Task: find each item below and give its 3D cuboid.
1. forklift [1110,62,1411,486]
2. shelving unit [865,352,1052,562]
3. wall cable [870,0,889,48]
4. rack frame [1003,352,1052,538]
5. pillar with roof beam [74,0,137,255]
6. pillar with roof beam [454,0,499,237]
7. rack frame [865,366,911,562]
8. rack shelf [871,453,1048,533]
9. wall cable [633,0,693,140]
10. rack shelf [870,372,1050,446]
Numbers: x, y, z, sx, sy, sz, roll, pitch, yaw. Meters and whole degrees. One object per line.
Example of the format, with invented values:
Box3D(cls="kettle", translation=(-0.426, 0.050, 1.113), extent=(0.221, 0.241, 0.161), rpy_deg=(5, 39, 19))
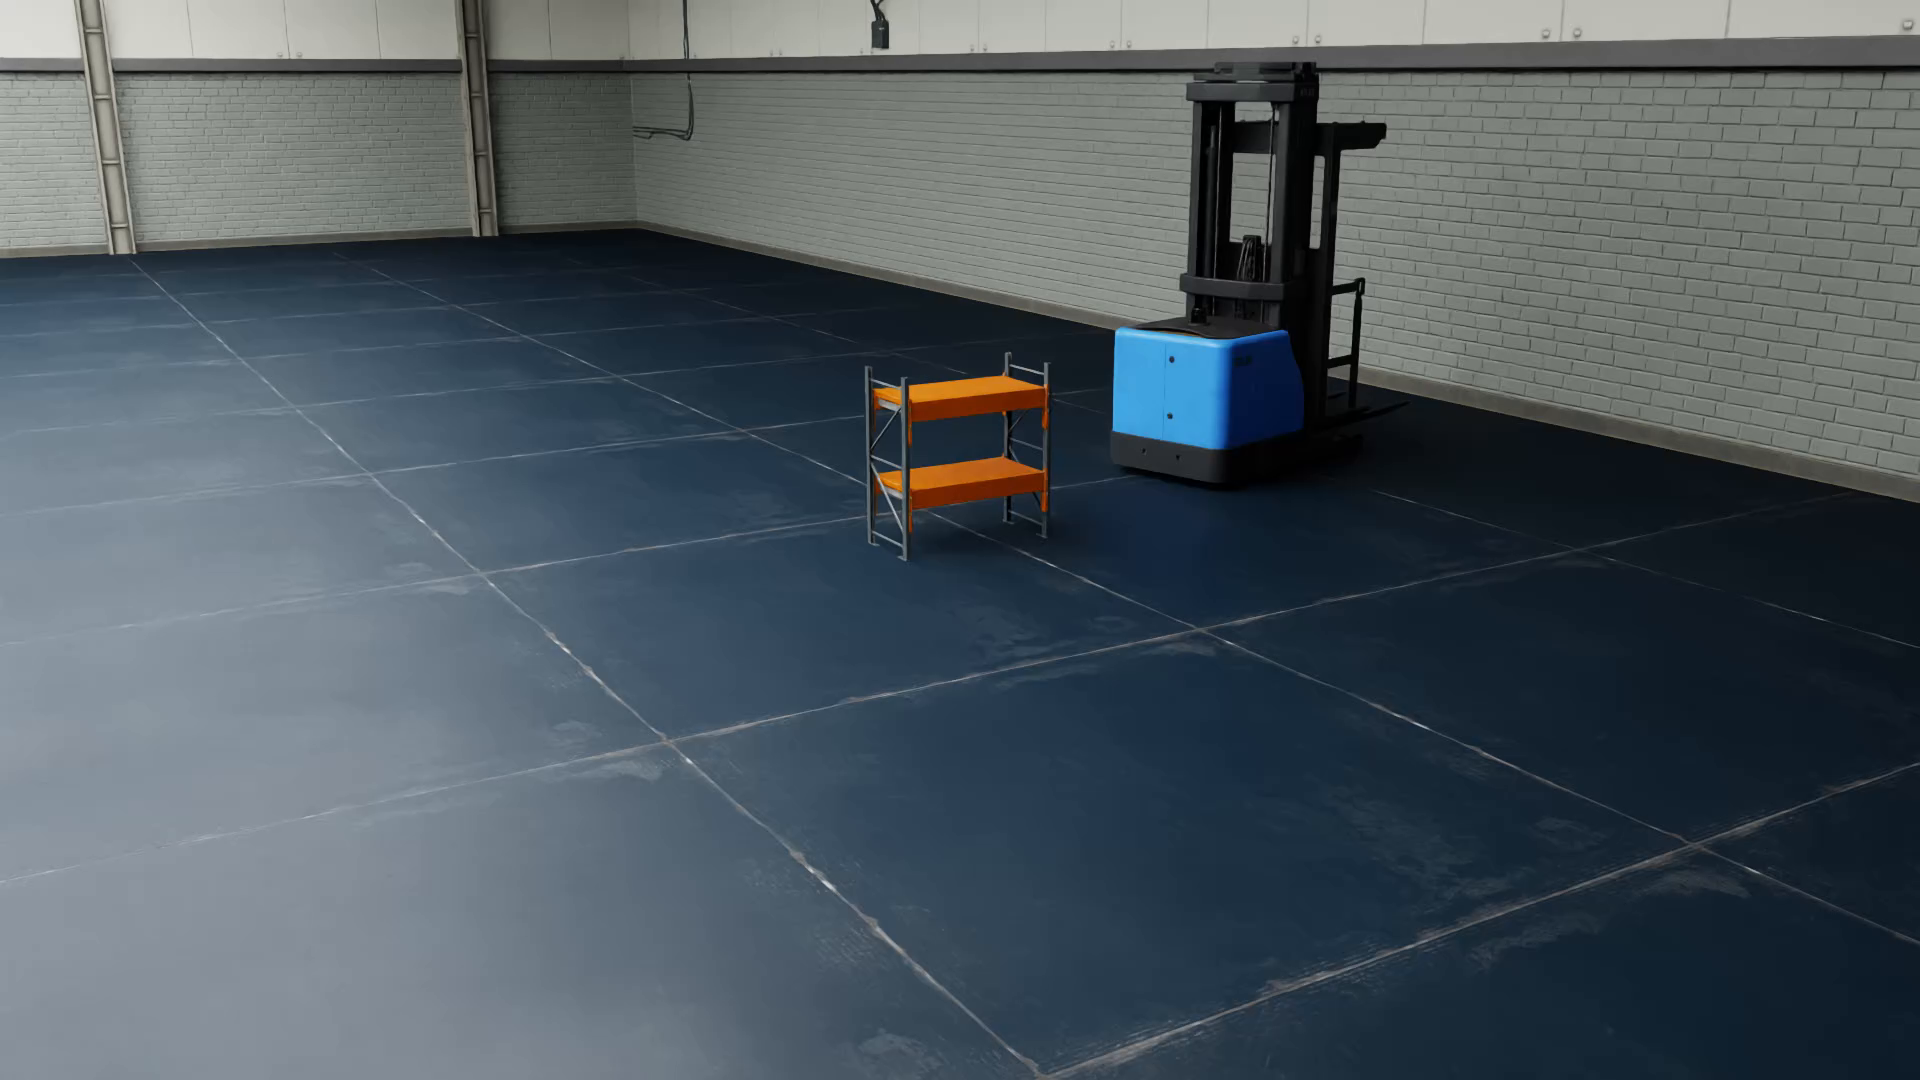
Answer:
Box3D(cls="forklift", translation=(2.490, -2.124, 12.712), extent=(1.130, 2.935, 3.031), rpy_deg=(14, 21, 41))
Box3D(cls="shelving unit", translation=(-0.006, -0.541, 10.408), extent=(1.048, 1.125, 0.538), rpy_deg=(-9, 18, -30))
Box3D(cls="wall cable", translation=(-0.597, -9.442, 21.274), extent=(0.169, 6.003, 2.305), rpy_deg=(-9, 18, -30))
Box3D(cls="rack frame", translation=(0.430, -0.611, 10.661), extent=(0.032, 1.125, 0.500), rpy_deg=(-9, 18, -30))
Box3D(cls="pillar with roof beam", translation=(-11.605, -8.070, 22.679), extent=(0.400, 9.000, 9.100), rpy_deg=(-9, 18, -30))
Box3D(cls="pillar with roof beam", translation=(-6.462, -8.904, 25.654), extent=(0.400, 9.000, 9.100), rpy_deg=(-9, 18, -30))
Box3D(cls="rack frame", translation=(-0.442, -0.470, 10.156), extent=(0.032, 1.125, 0.500), rpy_deg=(-9, 18, -30))
Box3D(cls="rack shelf", translation=(-0.006, -0.305, 10.474), extent=(1.000, 0.278, 0.538), rpy_deg=(-9, 18, -30))
Box3D(cls="wall cable", translation=(-5.473, -8.508, 29.996), extent=(0.112, 2.526, 3.097), rpy_deg=(-9, 18, -30))
Box3D(cls="rack shelf", translation=(-0.006, -0.823, 10.329), extent=(1.000, 0.278, 0.538), rpy_deg=(-9, 18, -30))
